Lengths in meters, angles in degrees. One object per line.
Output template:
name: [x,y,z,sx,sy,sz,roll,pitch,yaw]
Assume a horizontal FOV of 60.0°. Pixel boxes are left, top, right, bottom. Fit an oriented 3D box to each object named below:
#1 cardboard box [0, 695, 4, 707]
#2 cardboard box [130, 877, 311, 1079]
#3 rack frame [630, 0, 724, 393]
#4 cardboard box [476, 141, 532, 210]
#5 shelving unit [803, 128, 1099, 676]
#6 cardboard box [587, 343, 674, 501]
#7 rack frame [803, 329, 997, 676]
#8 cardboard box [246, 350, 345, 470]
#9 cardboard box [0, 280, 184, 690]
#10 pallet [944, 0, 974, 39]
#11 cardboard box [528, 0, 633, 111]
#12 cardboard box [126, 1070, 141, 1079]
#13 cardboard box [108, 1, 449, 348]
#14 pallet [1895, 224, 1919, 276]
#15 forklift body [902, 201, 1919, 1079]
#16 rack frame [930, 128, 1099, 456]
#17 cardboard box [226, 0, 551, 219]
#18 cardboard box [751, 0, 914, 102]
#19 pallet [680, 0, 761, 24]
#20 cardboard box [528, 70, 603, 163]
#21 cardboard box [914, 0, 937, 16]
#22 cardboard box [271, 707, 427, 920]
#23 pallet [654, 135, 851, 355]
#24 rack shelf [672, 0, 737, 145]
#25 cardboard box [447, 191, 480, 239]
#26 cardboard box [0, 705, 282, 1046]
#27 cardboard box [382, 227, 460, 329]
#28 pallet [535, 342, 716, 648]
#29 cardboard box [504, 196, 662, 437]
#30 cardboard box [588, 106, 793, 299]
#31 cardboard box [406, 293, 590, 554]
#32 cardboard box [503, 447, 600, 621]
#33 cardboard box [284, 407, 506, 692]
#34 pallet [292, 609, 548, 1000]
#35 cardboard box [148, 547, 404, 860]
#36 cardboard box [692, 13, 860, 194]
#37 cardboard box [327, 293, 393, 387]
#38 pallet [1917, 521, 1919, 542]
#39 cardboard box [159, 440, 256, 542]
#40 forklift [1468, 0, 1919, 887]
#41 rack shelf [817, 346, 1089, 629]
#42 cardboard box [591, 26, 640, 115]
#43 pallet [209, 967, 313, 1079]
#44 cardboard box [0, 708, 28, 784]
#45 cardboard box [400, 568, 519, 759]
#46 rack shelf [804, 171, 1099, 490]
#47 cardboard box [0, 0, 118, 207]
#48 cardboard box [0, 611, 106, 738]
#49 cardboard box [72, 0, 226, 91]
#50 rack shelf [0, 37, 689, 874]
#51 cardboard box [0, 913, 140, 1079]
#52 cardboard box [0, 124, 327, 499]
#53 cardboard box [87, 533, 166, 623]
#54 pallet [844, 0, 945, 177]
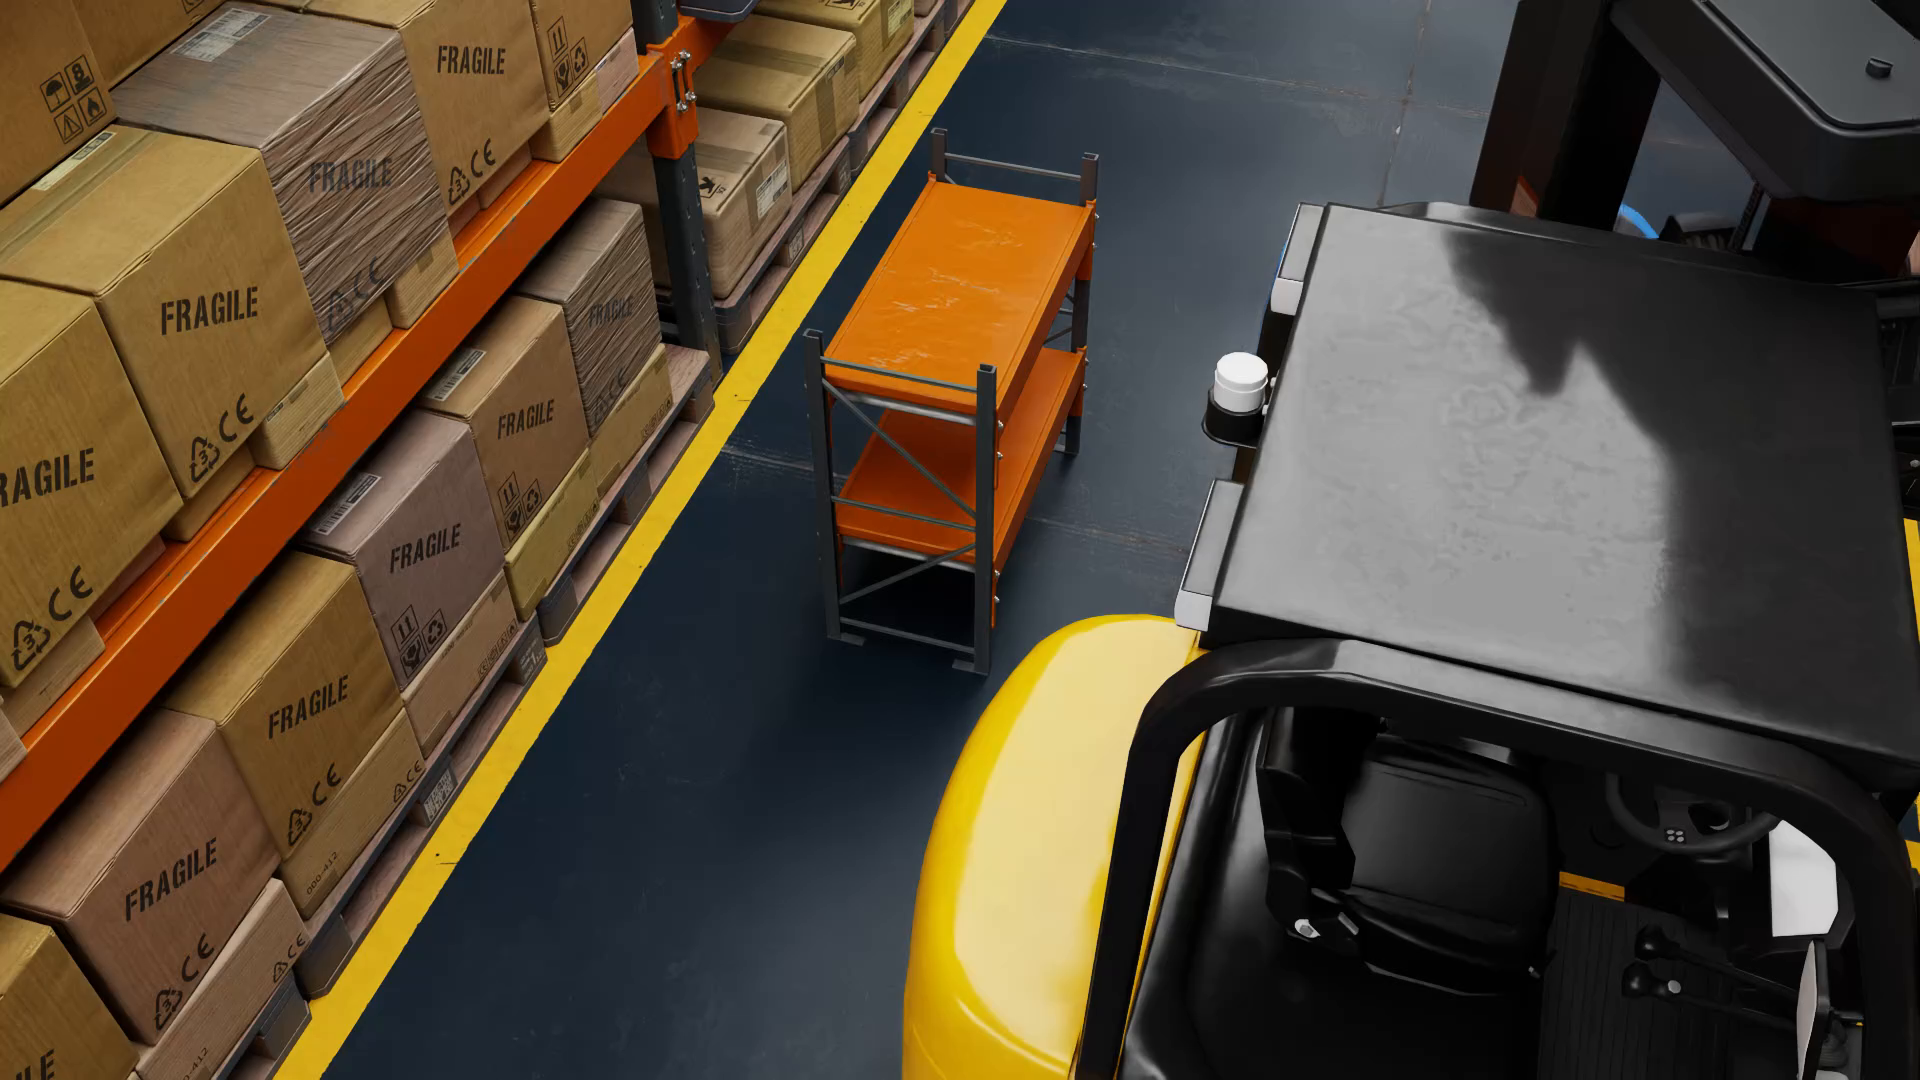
cardboard box: [-1.973,0.211,2.605,0.500,0.500,0.500,14,46,14]
cardboard box: [-1.865,0.971,3.778,0.500,0.250,0.500,14,46,14]
rack frame: [-1.323,-1.710,4.853,1.000,3.000,0.127,13,46,13]
cardboard box: [-1.352,-1.016,4.323,0.380,0.149,0.250,13,46,13]
shelving unit: [0.002,-0.407,4.861,0.538,1.125,1.048,13,46,13]
cardboard box: [-1.246,-0.426,5.206,0.500,0.250,0.500,14,46,14]
rack frame: [-0.152,-0.068,4.515,0.500,1.125,0.032,13,46,13]
cardboard box: [-1.584,-0.320,3.612,0.380,0.149,0.250,13,46,13]
cardboard box: [-1.819,-0.128,2.952,0.500,0.500,0.500,12,46,12]
pallet: [-0.350,-2.859,8.021,1.003,0.211,1.213,13,46,13]
cardboard box: [-1.220,-1.503,4.357,0.500,0.500,0.500,11,46,11]
cardboard box: [-2.026,1.310,3.432,0.500,0.250,0.500,12,46,12]
cardboard box: [-1.522,-0.812,3.651,0.500,0.500,0.500,14,46,14]
pallet: [3.963,-0.979,6.100,1.003,0.211,1.213,13,46,13]
forklift body: [1.033,0.658,3.039,2.313,2.155,1.214,13,46,13]
rack frame: [0.156,-0.745,5.207,0.500,1.125,0.032,13,46,13]
cardboard box: [-1.370,-1.158,4.005,0.500,0.500,0.500,14,46,14]
cardboard box: [-0.743,-2.215,6.947,0.950,0.372,0.625,14,46,14]
pallet: [-0.953,-2.120,5.409,1.003,0.211,1.213,13,46,13]
cardboard box: [-1.199,-1.173,4.484,0.380,0.149,0.250,13,46,13]
cardboard box: [-0.508,-2.719,7.462,0.950,0.372,0.625,12,46,12]
cardboard box: [-1.711,0.605,4.153,0.500,0.250,0.500,15,46,15]
pallet: [-1.088,-1.232,6.358,1.003,0.211,1.213,13,46,13]
rack shelf: [-0.717,-2.786,6.466,1.077,0.370,4.000,13,46,13]
cardboard box: [-1.441,-0.853,4.157,0.380,0.149,0.250,12,46,12]
cardboard box: [-1.865,0.677,3.543,0.500,0.500,0.500,11,45,11]
cardboard box: [-1.434,-0.663,3.963,0.380,0.149,0.250,12,46,12]
pallet: [-1.492,-0.258,5.363,1.003,0.211,1.213,13,46,13]
cardboard box: [-1.246,-0.694,4.944,0.500,0.500,0.500,12,46,12]
cardboard box: [-1.166,-1.271,5.983,0.950,0.372,0.625,13,46,13]
cardboard box: [-1.399,-0.355,4.597,0.500,0.500,0.500,13,46,13]
cardboard box: [-1.397,-0.069,4.842,0.500,0.250,0.500,11,46,11]
cardboard box: [-1.552,-0.014,4.249,0.500,0.500,0.500,15,46,15]
pallet: [-1.860,0.558,4.529,1.003,0.211,1.213,13,46,13]
cardboard box: [-1.706,0.344,3.883,0.500,0.500,0.500,13,46,13]
cardboard box: [-0.952,-1.751,6.473,0.950,0.372,0.625,15,46,15]
cardboard box: [-1.540,-0.499,3.795,0.380,0.149,0.250,12,46,12]
pallet: [3.595,-0.164,5.266,1.003,0.211,1.213,13,46,13]
cardboard box: [-1.716,-0.165,3.453,0.380,0.149,0.250,11,46,11]
forklift: [1.643,-0.188,3.346,1.130,2.935,3.031,-6,45,-6]
rack shelf: [0.002,-0.232,5.032,0.538,0.278,1.000,13,46,13]
cardboard box: [-1.130,-1.341,4.655,0.380,0.149,0.250,12,46,12]
pallet: [-2.231,1.368,3.701,1.003,0.211,1.213,13,46,13]
cardboard box: [-1.893,0.373,2.903,0.380,0.149,0.250,13,46,13]
cardboard box: [-1.556,0.269,4.496,0.500,0.250,0.500,13,46,13]
rack shelf: [0.002,-0.616,4.656,0.538,0.278,1.000,13,46,13]
cardboard box: [-2.087,-0.930,3.057,0.700,0.500,0.500,12,46,12]
cardboard box: [-1.846,0.194,3.087,0.380,0.149,0.250,14,46,14]
cardboard box: [-2.016,-1.297,3.432,0.700,0.500,0.500,12,46,12]
rack shelf: [-1.928,-0.120,3.742,1.077,0.370,4.000,13,46,13]
cardboard box: [-2.020,1.026,3.186,0.500,0.500,0.500,11,45,11]
cardboard box: [-1.673,-0.469,3.300,0.500,0.500,0.500,12,46,12]
cardboard box: [-1.824,0.005,3.280,0.380,0.149,0.250,14,46,14]
pallet: [-0.721,-2.048,7.192,1.003,0.211,1.213,13,46,13]
